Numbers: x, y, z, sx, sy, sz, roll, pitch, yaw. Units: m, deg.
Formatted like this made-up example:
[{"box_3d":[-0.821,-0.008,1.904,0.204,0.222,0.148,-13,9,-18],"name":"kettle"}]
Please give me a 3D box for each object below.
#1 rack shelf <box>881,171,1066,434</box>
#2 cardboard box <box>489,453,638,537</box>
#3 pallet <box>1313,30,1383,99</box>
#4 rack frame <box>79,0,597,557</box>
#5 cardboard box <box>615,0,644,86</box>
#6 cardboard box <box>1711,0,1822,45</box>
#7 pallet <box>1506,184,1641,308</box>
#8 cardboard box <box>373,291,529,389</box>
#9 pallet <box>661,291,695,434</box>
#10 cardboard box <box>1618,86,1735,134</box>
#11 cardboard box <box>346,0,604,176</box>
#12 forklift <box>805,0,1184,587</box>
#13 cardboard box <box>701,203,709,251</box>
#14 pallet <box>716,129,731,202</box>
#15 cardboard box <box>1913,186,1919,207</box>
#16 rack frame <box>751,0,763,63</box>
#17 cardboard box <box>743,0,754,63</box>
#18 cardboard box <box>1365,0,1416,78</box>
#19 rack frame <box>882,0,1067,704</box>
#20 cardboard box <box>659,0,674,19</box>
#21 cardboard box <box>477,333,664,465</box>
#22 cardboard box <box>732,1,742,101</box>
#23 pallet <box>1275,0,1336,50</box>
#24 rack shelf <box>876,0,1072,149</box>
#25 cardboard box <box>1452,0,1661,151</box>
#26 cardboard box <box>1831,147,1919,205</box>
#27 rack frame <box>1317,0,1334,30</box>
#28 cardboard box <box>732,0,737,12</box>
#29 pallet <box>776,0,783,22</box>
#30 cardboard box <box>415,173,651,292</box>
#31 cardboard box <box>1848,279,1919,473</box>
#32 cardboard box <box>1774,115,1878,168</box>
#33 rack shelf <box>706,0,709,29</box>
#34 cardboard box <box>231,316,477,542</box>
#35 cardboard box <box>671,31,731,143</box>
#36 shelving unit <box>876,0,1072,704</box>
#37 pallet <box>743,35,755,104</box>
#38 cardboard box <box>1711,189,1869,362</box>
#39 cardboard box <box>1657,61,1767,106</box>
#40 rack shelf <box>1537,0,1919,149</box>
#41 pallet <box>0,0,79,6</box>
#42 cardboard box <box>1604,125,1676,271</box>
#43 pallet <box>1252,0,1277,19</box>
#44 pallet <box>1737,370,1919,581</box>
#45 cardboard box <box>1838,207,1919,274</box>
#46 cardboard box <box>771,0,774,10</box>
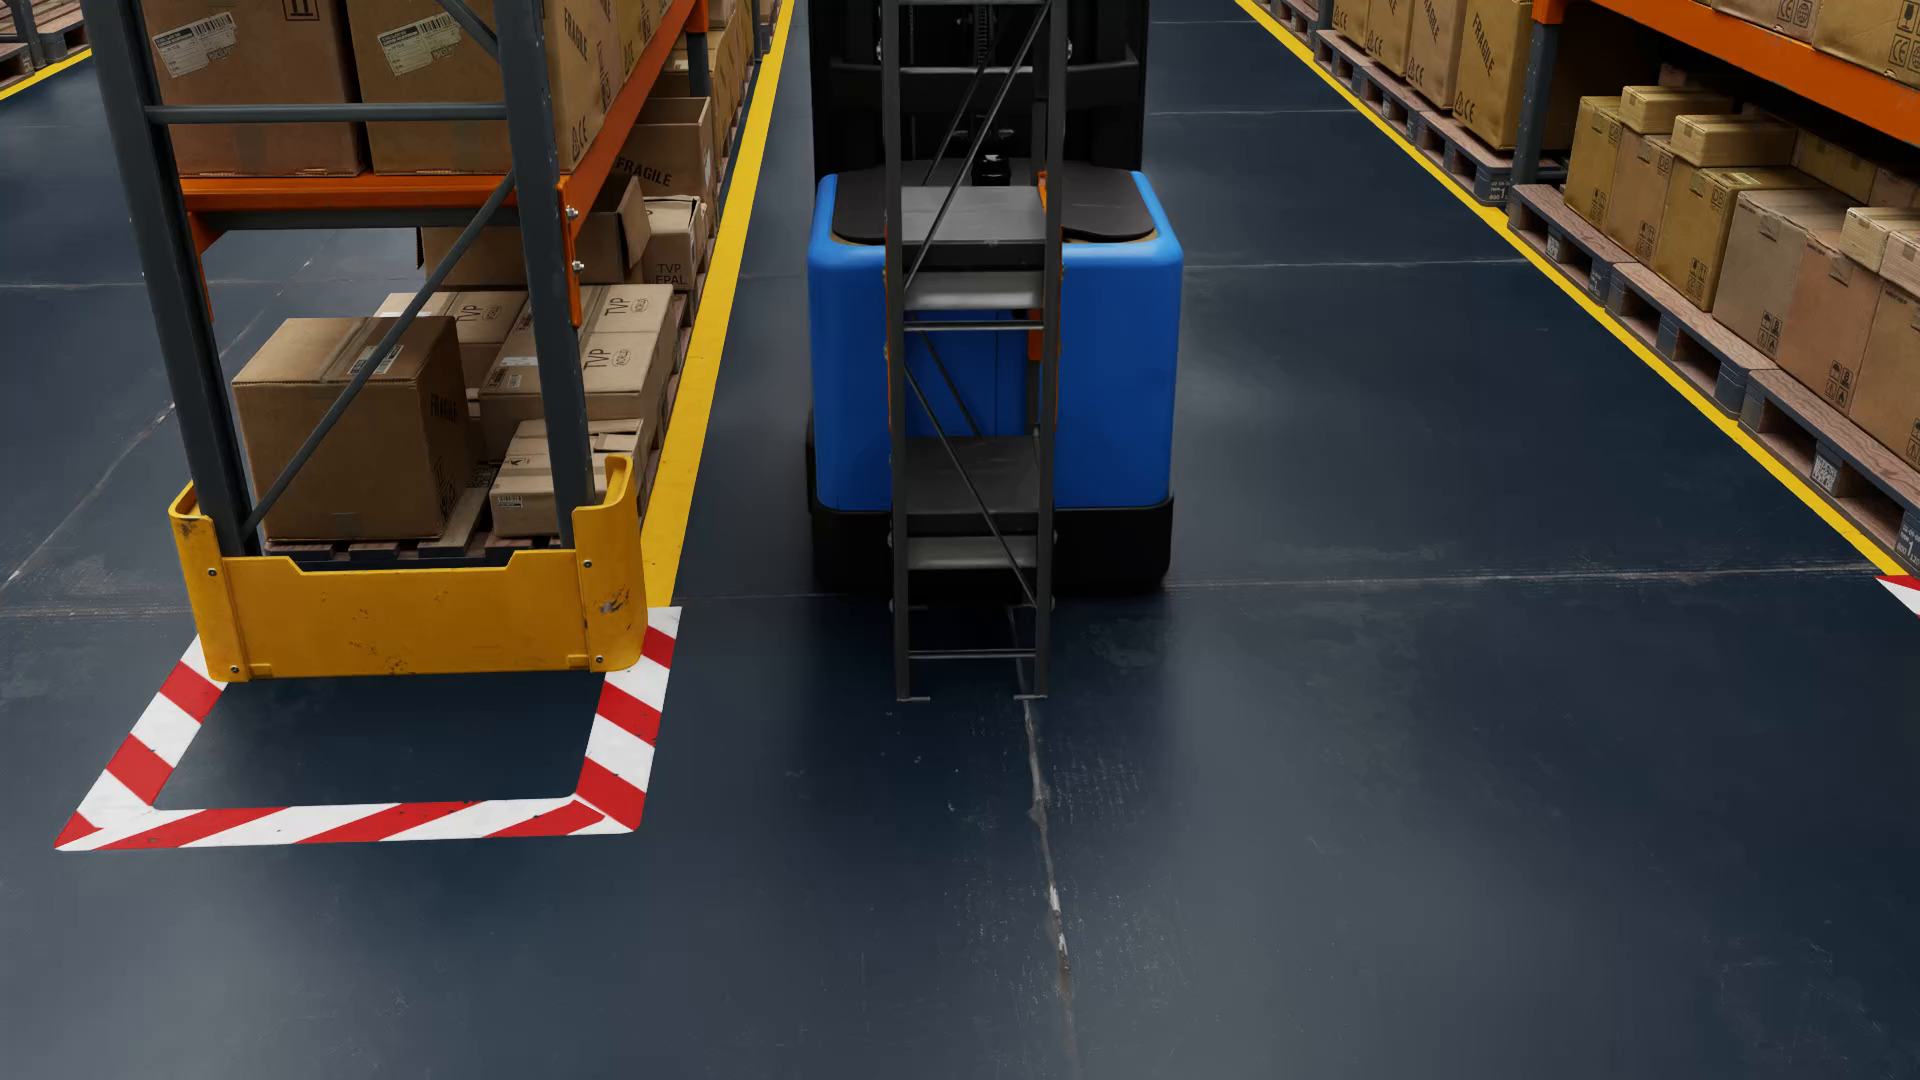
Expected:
[{"box_3d":[0.024,-0.604,4.166,0.431,0.518,0.480,-1,28,-2],"name":"rack shelf"},{"box_3d":[-1.155,-0.133,4.869,0.380,0.149,0.250,-1,28,-3],"name":"cardboard box"},{"box_3d":[3.018,-3.214,11.185,1.003,0.211,1.213,-1,28,-3],"name":"pallet"},{"box_3d":[-1.477,-1.001,3.925,1.000,3.000,0.127,-1,28,-3],"name":"rack frame"},{"box_3d":[-1.292,-1.726,5.208,0.500,0.500,0.500,-1,28,-3],"name":"cardboard box"},{"box_3d":[3.354,-2.178,5.859,0.980,0.700,0.700,-3,28,-5],"name":"cardboard box"},{"box_3d":[3.223,-1.380,7.667,1.003,0.211,1.213,-1,28,-3],"name":"pallet"},{"box_3d":[-1.771,-0.661,5.772,0.500,0.250,0.500,-1,28,-3],"name":"cardboard box"},{"box_3d":[-1.584,-0.730,6.421,1.003,0.211,1.213,-1,28,-3],"name":"pallet"},{"box_3d":[3.034,-1.824,7.052,0.380,0.149,0.250,0,28,-1],"name":"cardboard box"},{"box_3d":[-1.236,-1.256,4.307,0.500,0.500,0.500,-1,28,-2],"name":"cardboard box"},{"box_3d":[0.050,-1.805,5.542,1.130,2.935,3.031,-1,28,-2],"name":"forklift"},{"box_3d":[-1.293,-1.351,7.204,0.380,0.149,0.250,-1,28,-3],"name":"cardboard box"},{"box_3d":[-1.766,-1.986,8.830,1.003,0.211,1.213,-1,28,-3],"name":"pallet"},{"box_3d":[3.500,-1.105,5.673,0.380,0.149,0.250,-1,28,-2],"name":"cardboard box"},{"box_3d":[-1.894,-4.695,11.009,1.000,3.000,0.127,-1,28,-3],"name":"rack frame"},{"box_3d":[-1.611,-3.356,10.668,0.500,0.500,0.500,0,28,-1],"name":"cardboard box"},{"box_3d":[2.999,-3.302,10.208,0.750,0.750,0.750,-2,28,-3],"name":"cardboard box"},{"box_3d":[0.032,-0.503,3.944,0.400,2.100,0.015,-1,28,-2],"name":"rack frame"},{"box_3d":[-1.346,-2.192,6.102,0.500,0.500,0.500,-1,28,-1],"name":"cardboard box"},{"box_3d":[-1.248,-0.466,5.397,0.500,0.250,0.500,-1,28,-3],"name":"cardboard box"},{"box_3d":[-1.551,-2.875,9.745,0.500,0.500,0.500,-2,28,-5],"name":"cardboard box"},{"box_3d":[3.013,-3.941,12.578,1.003,0.211,1.213,-1,28,-3],"name":"pallet"},{"box_3d":[0.024,-1.224,3.842,0.431,0.518,0.480,-1,28,-2],"name":"rack shelf"},{"box_3d":[3.098,-2.499,8.669,0.750,0.750,0.750,-1,28,-2],"name":"cardboard box"},{"box_3d":[3.472,-1.341,6.125,0.380,0.149,0.250,-1,28,-2],"name":"cardboard box"},{"box_3d":[3.052,-4.817,11.241,1.000,3.000,0.127,-1,28,-3],"name":"rack frame"},{"box_3d":[-1.546,-3.190,9.539,0.500,0.250,0.500,-2,28,-4],"name":"cardboard box"},{"box_3d":[-1.959,-4.402,13.462,1.003,0.211,1.213,-1,28,-3],"name":"pallet"},{"box_3d":[-1.582,-1.069,6.279,0.797,0.503,0.637,-1,28,-3],"name":"cardboard box"},{"box_3d":[3.334,-0.521,5.254,0.700,0.500,0.500,-1,28,-3],"name":"cardboard box"},{"box_3d":[3.445,-1.577,6.578,0.380,0.149,0.250,-1,28,-2],"name":"cardboard box"},{"box_3d":[-1.790,-3.453,9.404,1.077,0.370,4.000,-1,28,-3],"name":"rack shelf"},{"box_3d":[-1.751,-0.333,4.871,0.500,0.500,0.500,-1,28,-3],"name":"cardboard box"},{"box_3d":[-1.506,-2.410,8.855,0.500,0.500,0.500,-1,28,-2],"name":"cardboard box"},{"box_3d":[0.024,-0.616,4.160,0.431,2.100,0.503,-1,28,-2],"name":"shelving unit"},{"box_3d":[-1.893,-3.113,10.991,1.003,0.211,1.213,-1,28,-3],"name":"pallet"},{"box_3d":[3.281,-0.984,6.142,0.700,0.500,0.500,-2,28,-4],"name":"cardboard box"},{"box_3d":[3.389,-2.059,7.501,0.380,0.149,0.250,-2,28,-3],"name":"cardboard box"},{"box_3d":[3.366,-1.727,6.095,1.077,0.370,4.000,-1,28,-3],"name":"rack shelf"},{"box_3d":[-6.903,-4.262,13.193,1.003,0.211,1.213,-1,28,-3],"name":"pallet"},{"box_3d":[3.221,-1.467,7.069,0.700,0.500,0.500,-2,28,-3],"name":"cardboard box"},{"box_3d":[2.952,-4.503,13.656,1.003,0.211,1.213,-1,28,-3],"name":"pallet"},{"box_3d":[3.350,-0.253,5.507,1.003,0.211,1.213,-1,28,-3],"name":"pallet"},{"box_3d":[3.131,-0.981,5.435,0.380,0.149,0.250,-1,28,-1],"name":"cardboard box"},{"box_3d":[-1.655,-4.143,12.470,0.500,0.250,0.500,-2,28,-4],"name":"cardboard box"}]
